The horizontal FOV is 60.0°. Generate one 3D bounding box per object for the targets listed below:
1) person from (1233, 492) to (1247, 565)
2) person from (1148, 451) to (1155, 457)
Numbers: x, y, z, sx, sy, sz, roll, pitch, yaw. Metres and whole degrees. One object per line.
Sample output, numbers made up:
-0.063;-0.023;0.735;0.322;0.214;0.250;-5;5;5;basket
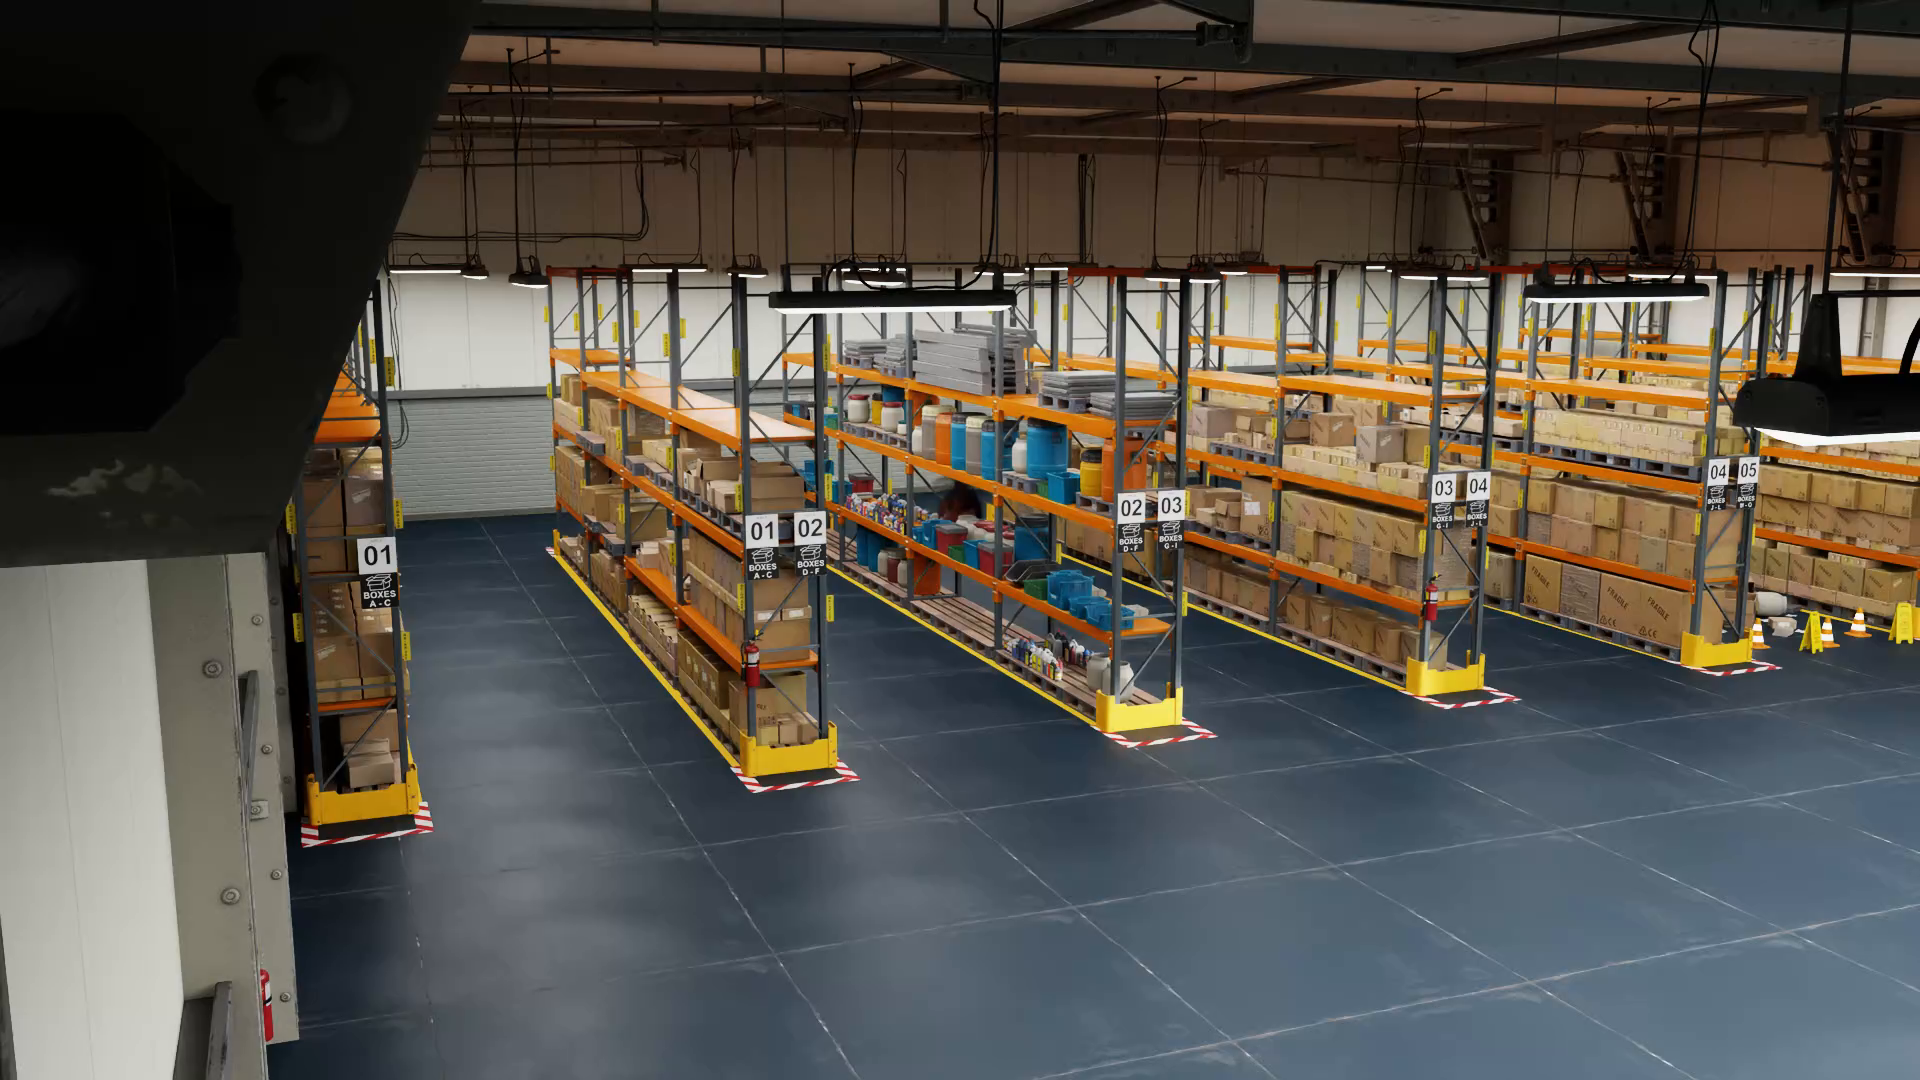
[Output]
5.652;-0.157;33.130;0.442;1.630;0.454;2;10;13;person
4.473;-1.286;39.221;0.473;1.607;1.008;-4;11;-20;person
